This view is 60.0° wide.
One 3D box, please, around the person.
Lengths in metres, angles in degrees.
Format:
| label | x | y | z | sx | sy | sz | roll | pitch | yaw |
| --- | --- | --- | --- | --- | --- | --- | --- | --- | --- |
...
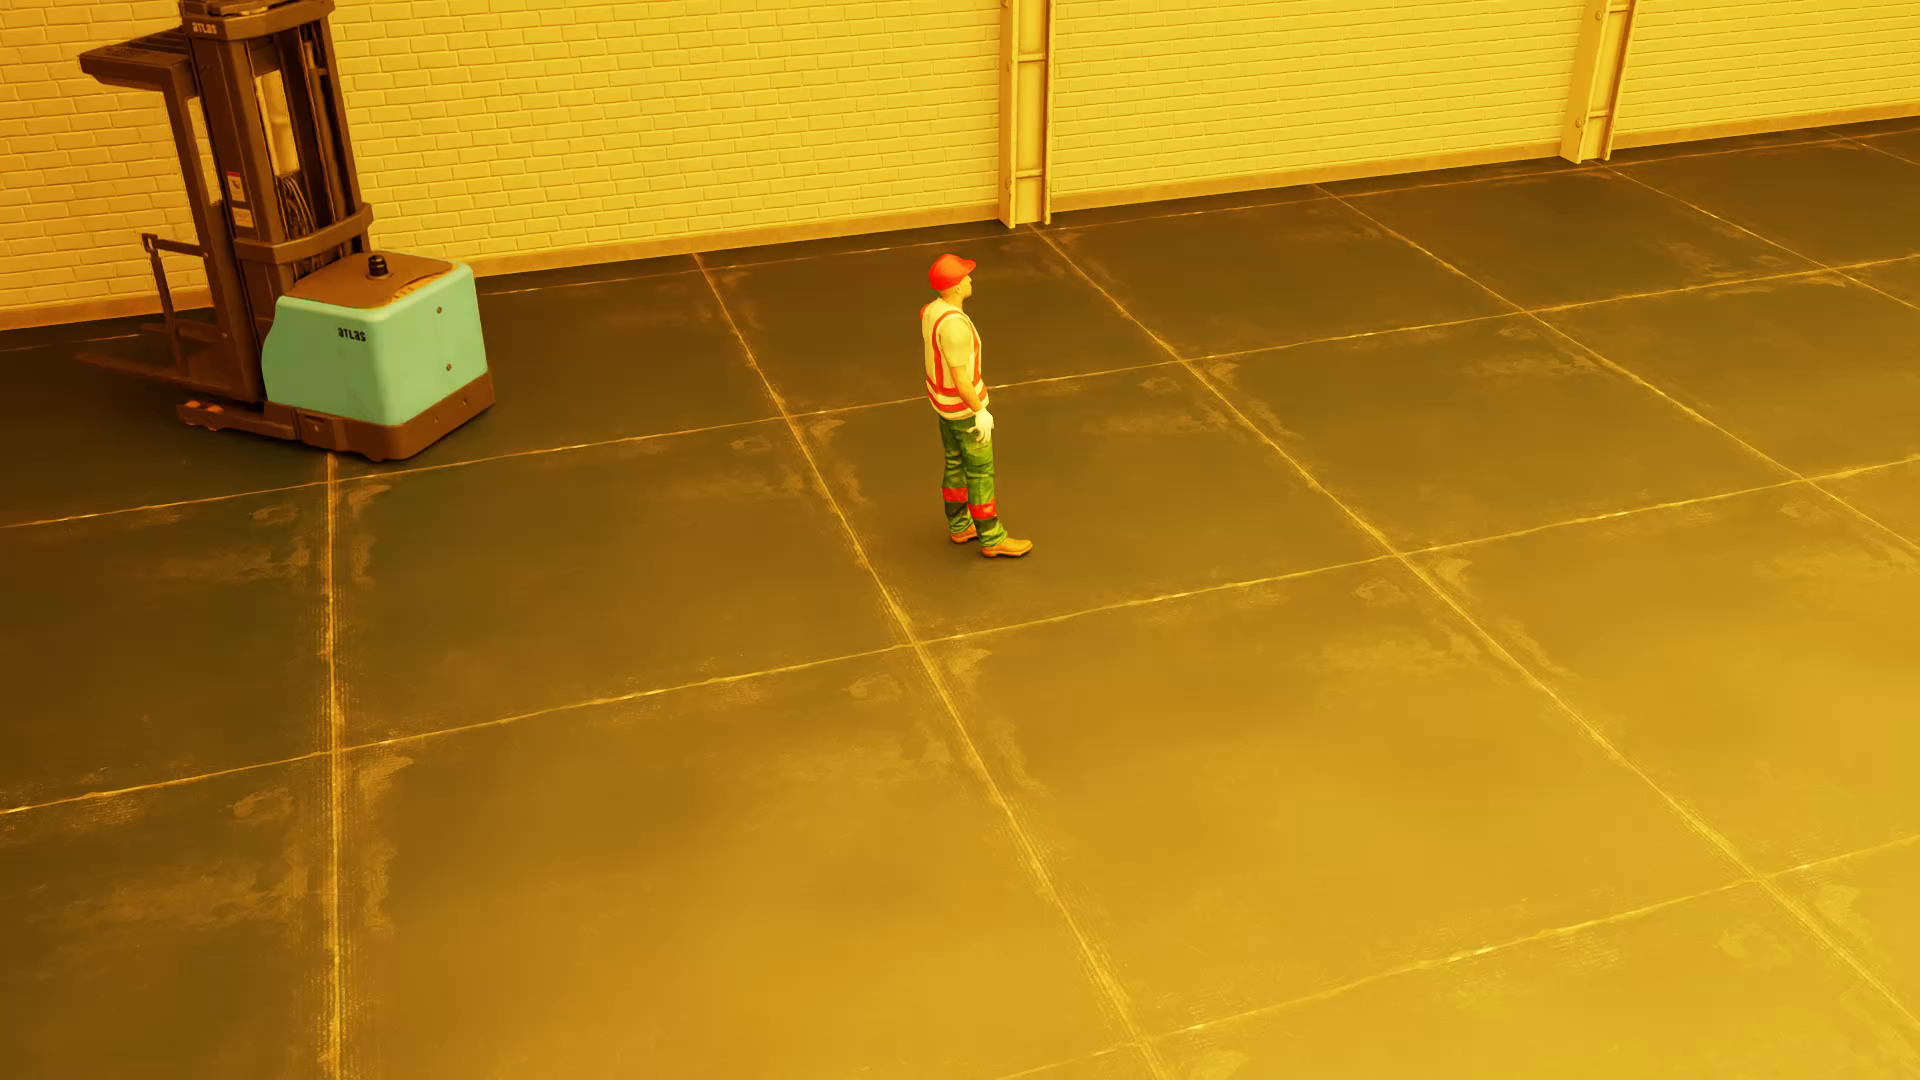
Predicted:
| label | x | y | z | sx | sy | sz | roll | pitch | yaw |
| --- | --- | --- | --- | --- | --- | --- | --- | --- | --- |
| person | 0.080 | -0.789 | 9.589 | 0.562 | 1.790 | 0.637 | -10 | 31 | -16 |

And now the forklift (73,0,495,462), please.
| label | x | y | z | sx | sy | sz | roll | pitch | yaw |
| --- | --- | --- | --- | --- | --- | --- | --- | --- | --- |
| forklift | -4.798 | -2.243 | 10.986 | 3.031 | 2.935 | 1.130 | 12 | 32 | 19 |
